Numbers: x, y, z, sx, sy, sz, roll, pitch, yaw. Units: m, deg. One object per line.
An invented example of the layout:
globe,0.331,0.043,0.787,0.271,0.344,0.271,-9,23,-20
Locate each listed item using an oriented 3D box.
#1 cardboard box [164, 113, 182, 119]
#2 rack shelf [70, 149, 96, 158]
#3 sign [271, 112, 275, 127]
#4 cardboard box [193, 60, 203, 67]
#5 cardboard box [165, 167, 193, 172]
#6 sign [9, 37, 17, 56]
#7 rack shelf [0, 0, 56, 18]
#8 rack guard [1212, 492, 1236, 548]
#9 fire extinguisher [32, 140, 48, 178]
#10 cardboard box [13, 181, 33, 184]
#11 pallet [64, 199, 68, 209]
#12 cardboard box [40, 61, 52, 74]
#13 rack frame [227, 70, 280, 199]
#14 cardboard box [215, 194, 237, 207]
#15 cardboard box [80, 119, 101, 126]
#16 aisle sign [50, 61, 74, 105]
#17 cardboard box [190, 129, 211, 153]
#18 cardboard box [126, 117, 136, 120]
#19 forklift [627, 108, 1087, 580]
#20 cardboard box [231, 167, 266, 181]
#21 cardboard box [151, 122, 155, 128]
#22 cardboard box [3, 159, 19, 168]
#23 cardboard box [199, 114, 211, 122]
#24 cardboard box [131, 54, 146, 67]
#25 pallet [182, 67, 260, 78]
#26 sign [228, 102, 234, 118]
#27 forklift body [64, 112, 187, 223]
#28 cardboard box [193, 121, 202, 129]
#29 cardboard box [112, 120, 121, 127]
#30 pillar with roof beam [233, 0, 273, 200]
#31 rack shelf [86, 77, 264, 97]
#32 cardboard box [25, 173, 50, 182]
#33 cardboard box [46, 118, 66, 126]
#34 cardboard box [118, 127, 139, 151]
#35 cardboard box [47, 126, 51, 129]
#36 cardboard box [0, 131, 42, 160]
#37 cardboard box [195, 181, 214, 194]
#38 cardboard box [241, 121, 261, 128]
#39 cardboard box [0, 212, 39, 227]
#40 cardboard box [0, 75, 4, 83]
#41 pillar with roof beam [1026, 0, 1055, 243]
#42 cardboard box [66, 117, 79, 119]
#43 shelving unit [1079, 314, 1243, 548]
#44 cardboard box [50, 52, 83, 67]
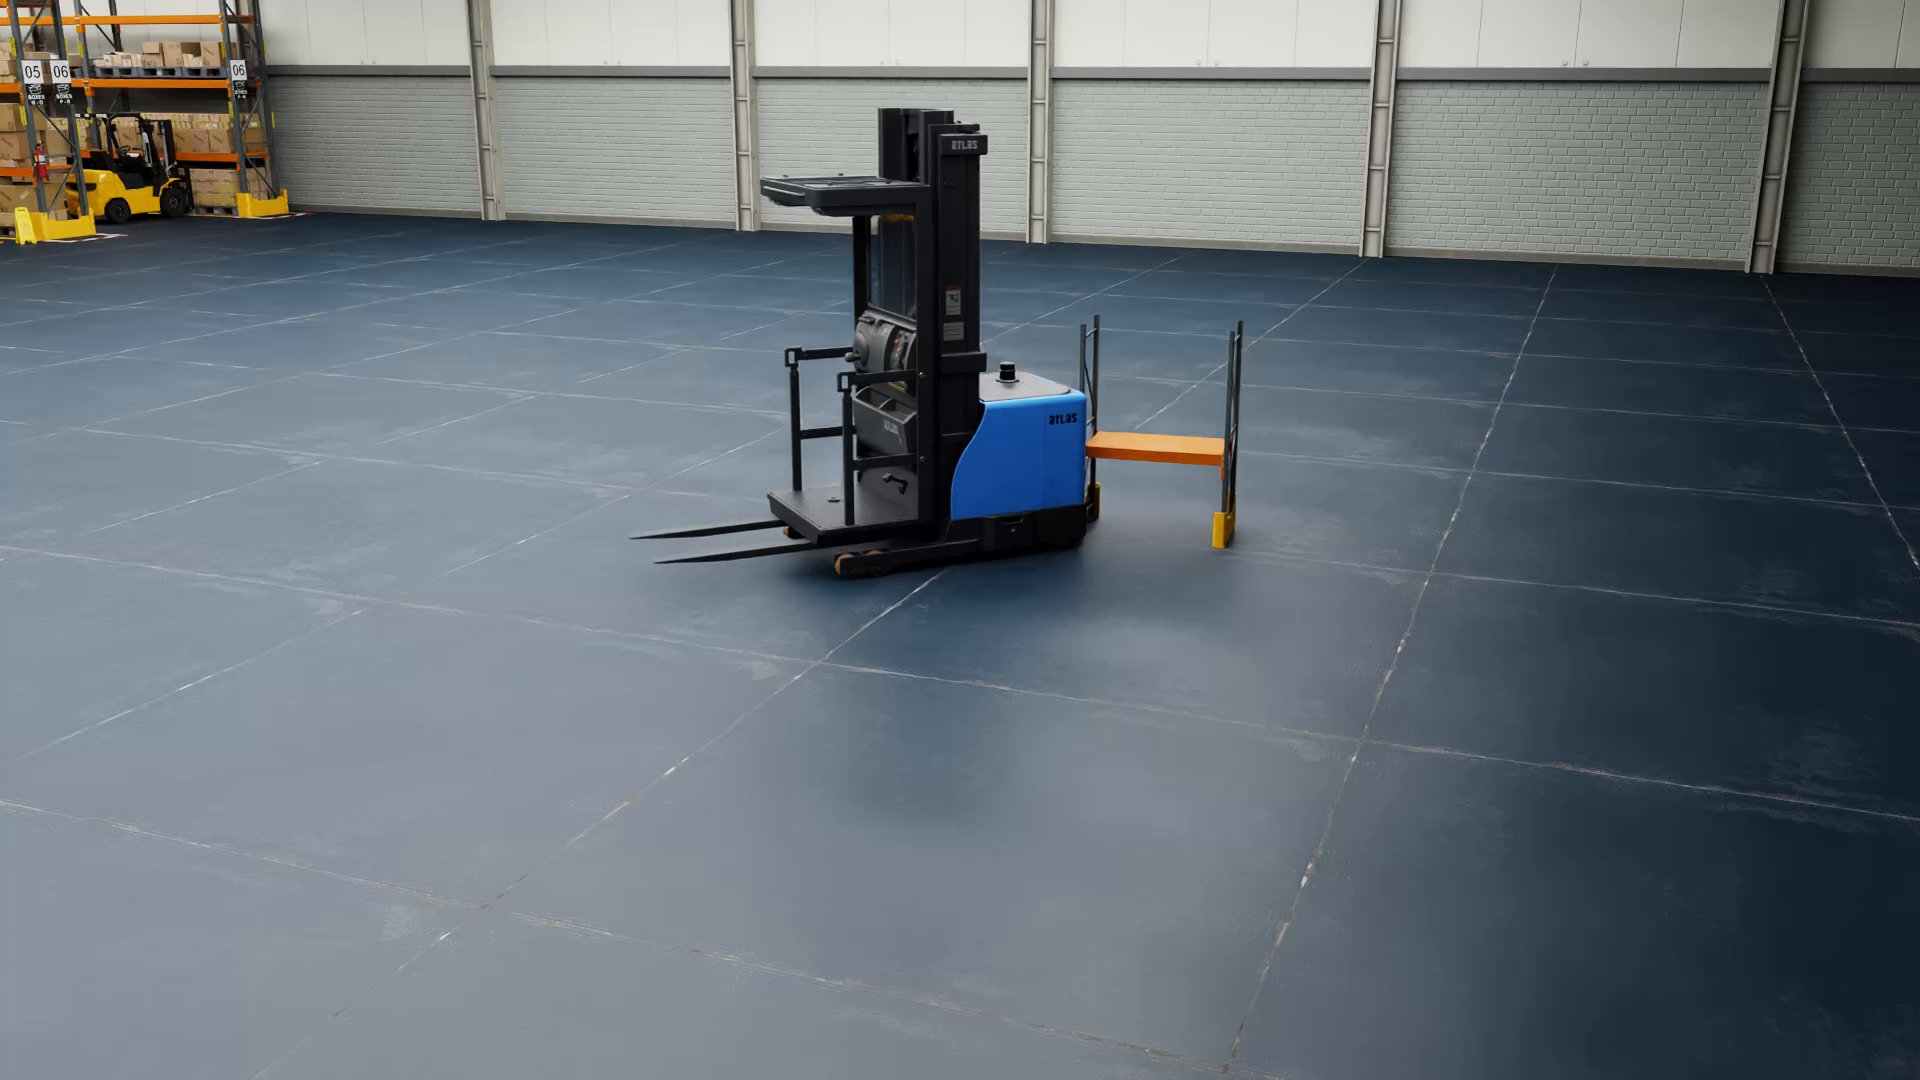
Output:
cardboard box,-16.824,-9.074,35.674,0.250,0.149,0.380,7,17,21
rack shelf,-20.566,-8.703,37.561,4.000,0.370,1.077,6,17,21
sign,-14.775,-9.031,35.708,0.005,0.325,0.100,6,17,21
cardboard box,-15.866,-10.010,34.911,0.250,0.149,0.380,6,17,19
cardboard box,-16.946,-7.915,35.944,0.500,0.250,0.500,6,17,20
sign,-17.024,-8.870,29.880,0.005,0.325,0.100,6,17,21
rack shelf,-18.663,-9.885,30.880,4.000,0.370,1.077,6,17,21
rack guard,1.865,-0.143,11.719,0.087,0.250,0.587,5,17,16
fire extinguisher,-16.865,-6.978,30.469,0.183,0.674,0.296,6,17,21
cardboard box,-17.961,-6.597,31.850,0.500,0.500,0.500,6,17,19
pallet,-19.405,-7.570,37.369,1.213,0.211,1.003,6,17,21
cardboard box,-17.172,-8.778,30.887,0.500,0.250,0.500,6,17,20
rack frame,-14.984,-8.434,35.346,0.127,3.000,1.000,6,17,21
cardboard box,-15.537,-7.282,35.554,0.500,0.250,0.500,6,17,21
cardboard box,-19.104,-9.180,36.573,0.250,0.149,0.380,7,18,23
aisle sign,-16.631,-8.469,30.803,0.004,0.787,0.394,6,17,21
cardboard box,-16.018,-8.520,35.462,0.500,0.500,0.500,7,18,22
cardboard box,-17.799,-9.156,35.957,0.250,0.149,0.380,7,17,22
forklift,-0.684,-1.316,10.951,3.031,2.935,1.130,-7,18,-24
cardboard box,-15.362,-7.894,35.870,0.500,0.250,0.500,6,17,20
cardboard box,-17.325,-8.964,35.827,0.250,0.149,0.380,6,17,19
cardboard box,-17.505,-7.006,30.876,0.250,0.149,0.380,6,17,20
cardboard box,-15.889,-8.956,35.265,0.250,0.149,0.380,7,17,22
cardboard box,-17.436,-10.239,35.489,0.258,0.266,0.396,6,17,19
pallet,-15.632,-9.911,35.213,1.213,0.211,1.003,6,17,21
sign,-15.196,-8.965,34.672,0.005,0.325,0.100,6,17,21
forklift body,-17.418,-7.748,34.503,1.214,2.155,2.313,6,17,21
cardboard box,-16.104,-8.846,35.421,0.250,0.149,0.380,6,17,20
cardboard box,-18.264,-9.076,36.214,0.250,0.149,0.380,7,17,22
pillar with roof beam,-16.881,-10.504,31.714,0.400,9.000,9.100,6,17,21
rack shelf,-16.845,-9.734,35.733,4.000,0.370,1.077,6,17,21
cardboard box,-20.614,-8.113,37.745,0.625,0.625,0.875,6,17,18
cardboard box,-20.074,-9.276,36.904,0.250,0.149,0.380,6,17,19
cardboard box,-17.898,-8.729,36.183,0.500,0.500,0.500,7,17,22
cardboard box,-20.210,-9.100,37.012,0.500,0.250,0.500,7,17,22
cardboard box,-17.408,-7.321,30.800,0.500,0.500,0.500,6,17,20
cardboard box,-16.014,-7.578,35.680,0.500,0.250,0.500,6,17,20
cardboard box,-15.205,-8.896,35.593,0.250,0.149,0.380,6,17,19
cardboard box,-17.675,-6.043,31.288,0.500,0.250,0.500,6,17,20
cardboard box,-17.480,-8.447,30.462,0.250,0.149,0.380,6,17,21
pillar with roof beam,-0.136,-8.662,25.372,0.400,9.000,9.100,6,17,21
cardboard box,-19.883,-9.414,37.379,0.250,0.149,0.380,6,17,21
shelving unit,1.387,-0.783,11.680,1.083,1.500,0.587,5,17,16
cardboard box,-19.468,-10.502,36.315,0.500,0.311,0.500,6,17,19
